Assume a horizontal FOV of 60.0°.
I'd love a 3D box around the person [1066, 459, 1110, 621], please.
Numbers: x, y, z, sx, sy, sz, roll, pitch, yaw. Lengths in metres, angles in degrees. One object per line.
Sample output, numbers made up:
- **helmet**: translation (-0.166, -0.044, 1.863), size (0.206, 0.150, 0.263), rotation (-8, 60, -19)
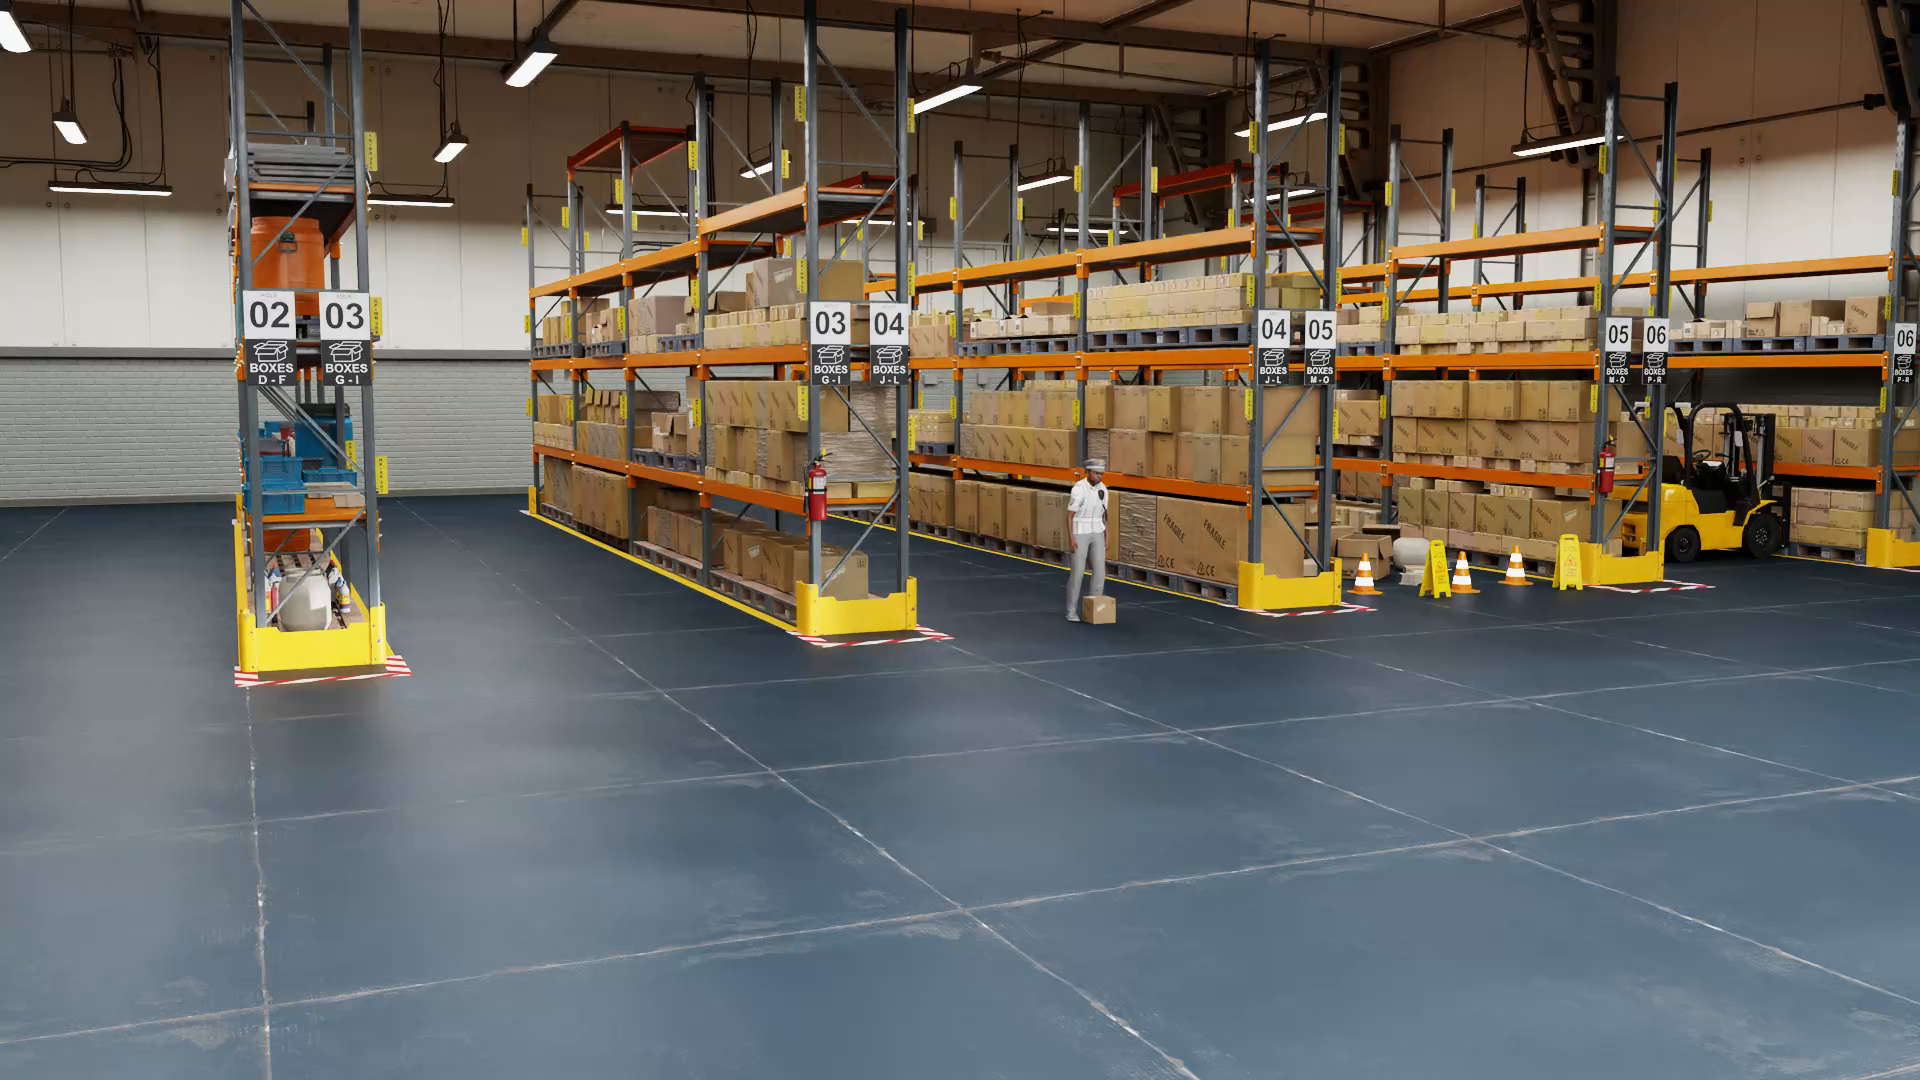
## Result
- **person**: translation (1.321, -0.006, 17.093), size (0.528, 1.655, 0.428), rotation (-3, 6, -27)
